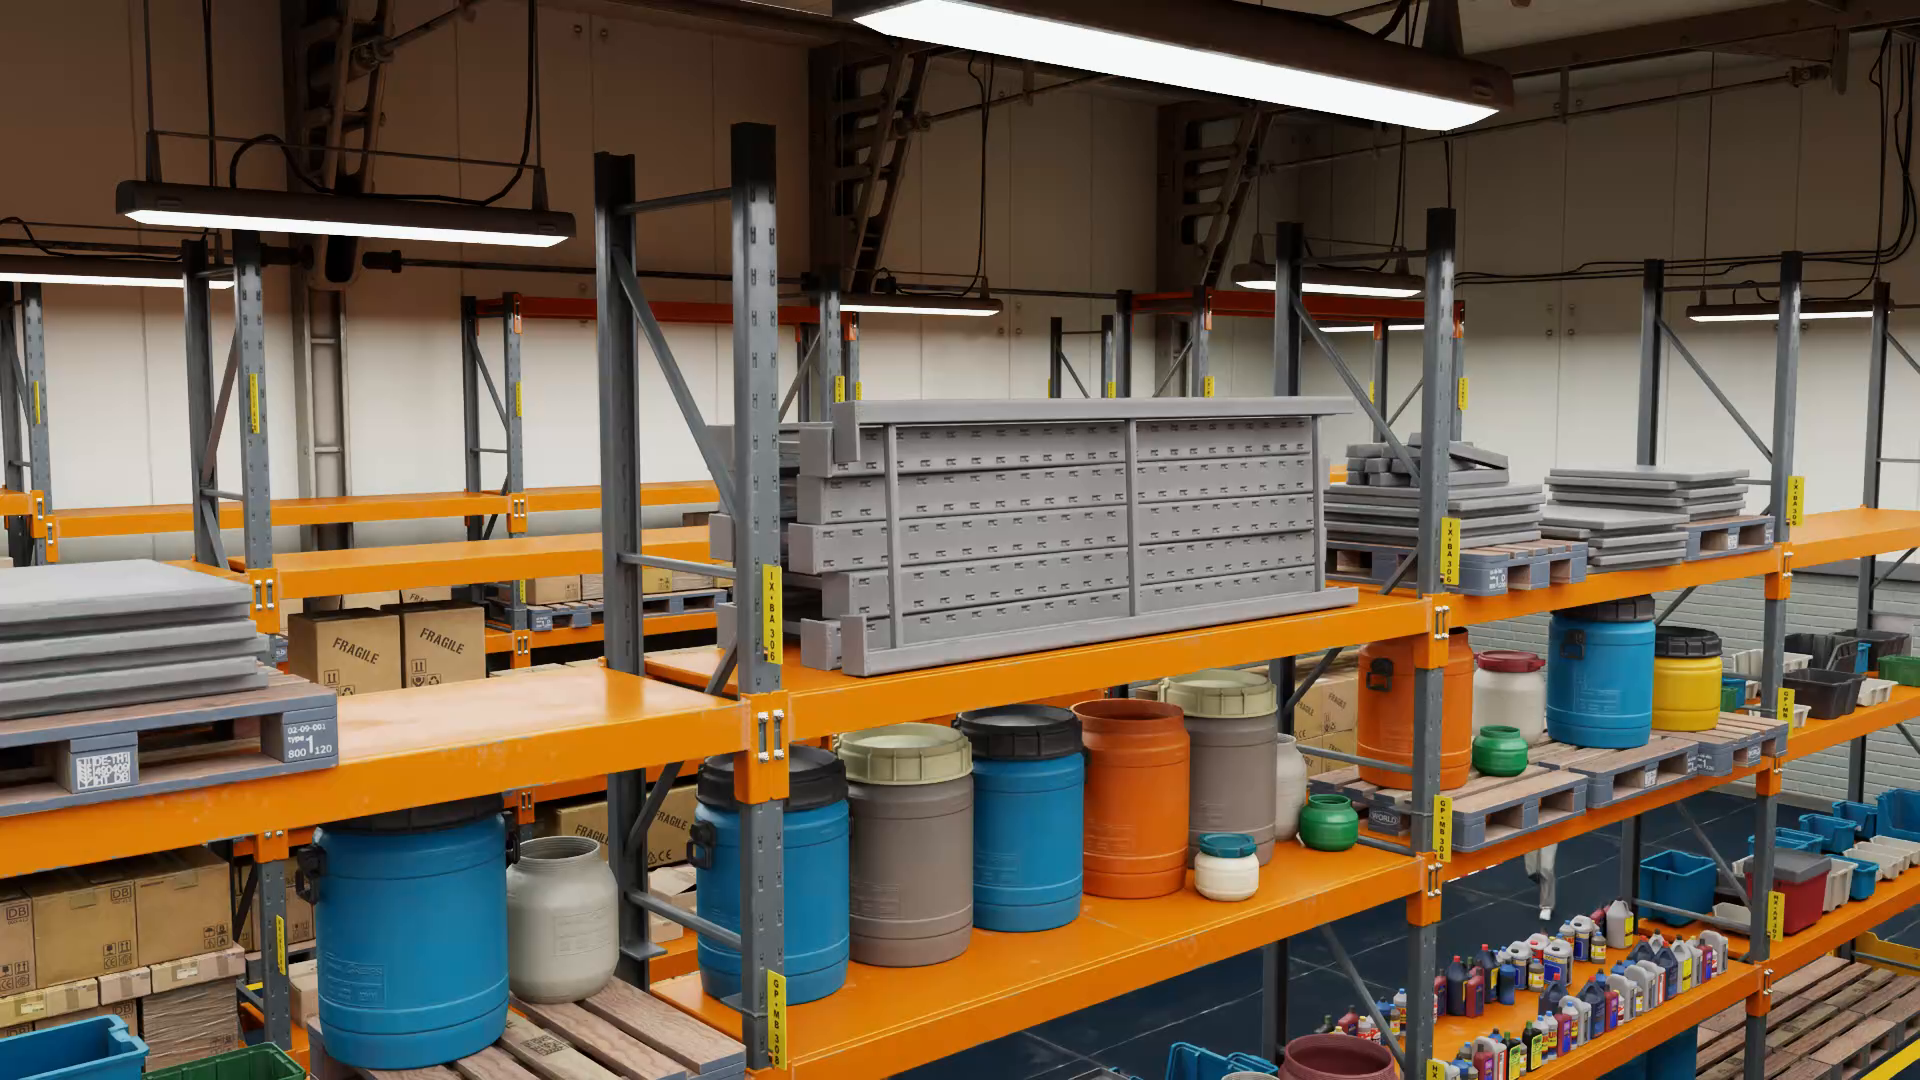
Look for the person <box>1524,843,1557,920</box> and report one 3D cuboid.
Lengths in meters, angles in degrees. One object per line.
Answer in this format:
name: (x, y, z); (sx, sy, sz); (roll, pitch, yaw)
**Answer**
person: (5.634, 2.836, 16.250); (0.594, 1.615, 0.624); (2, 6, 23)
